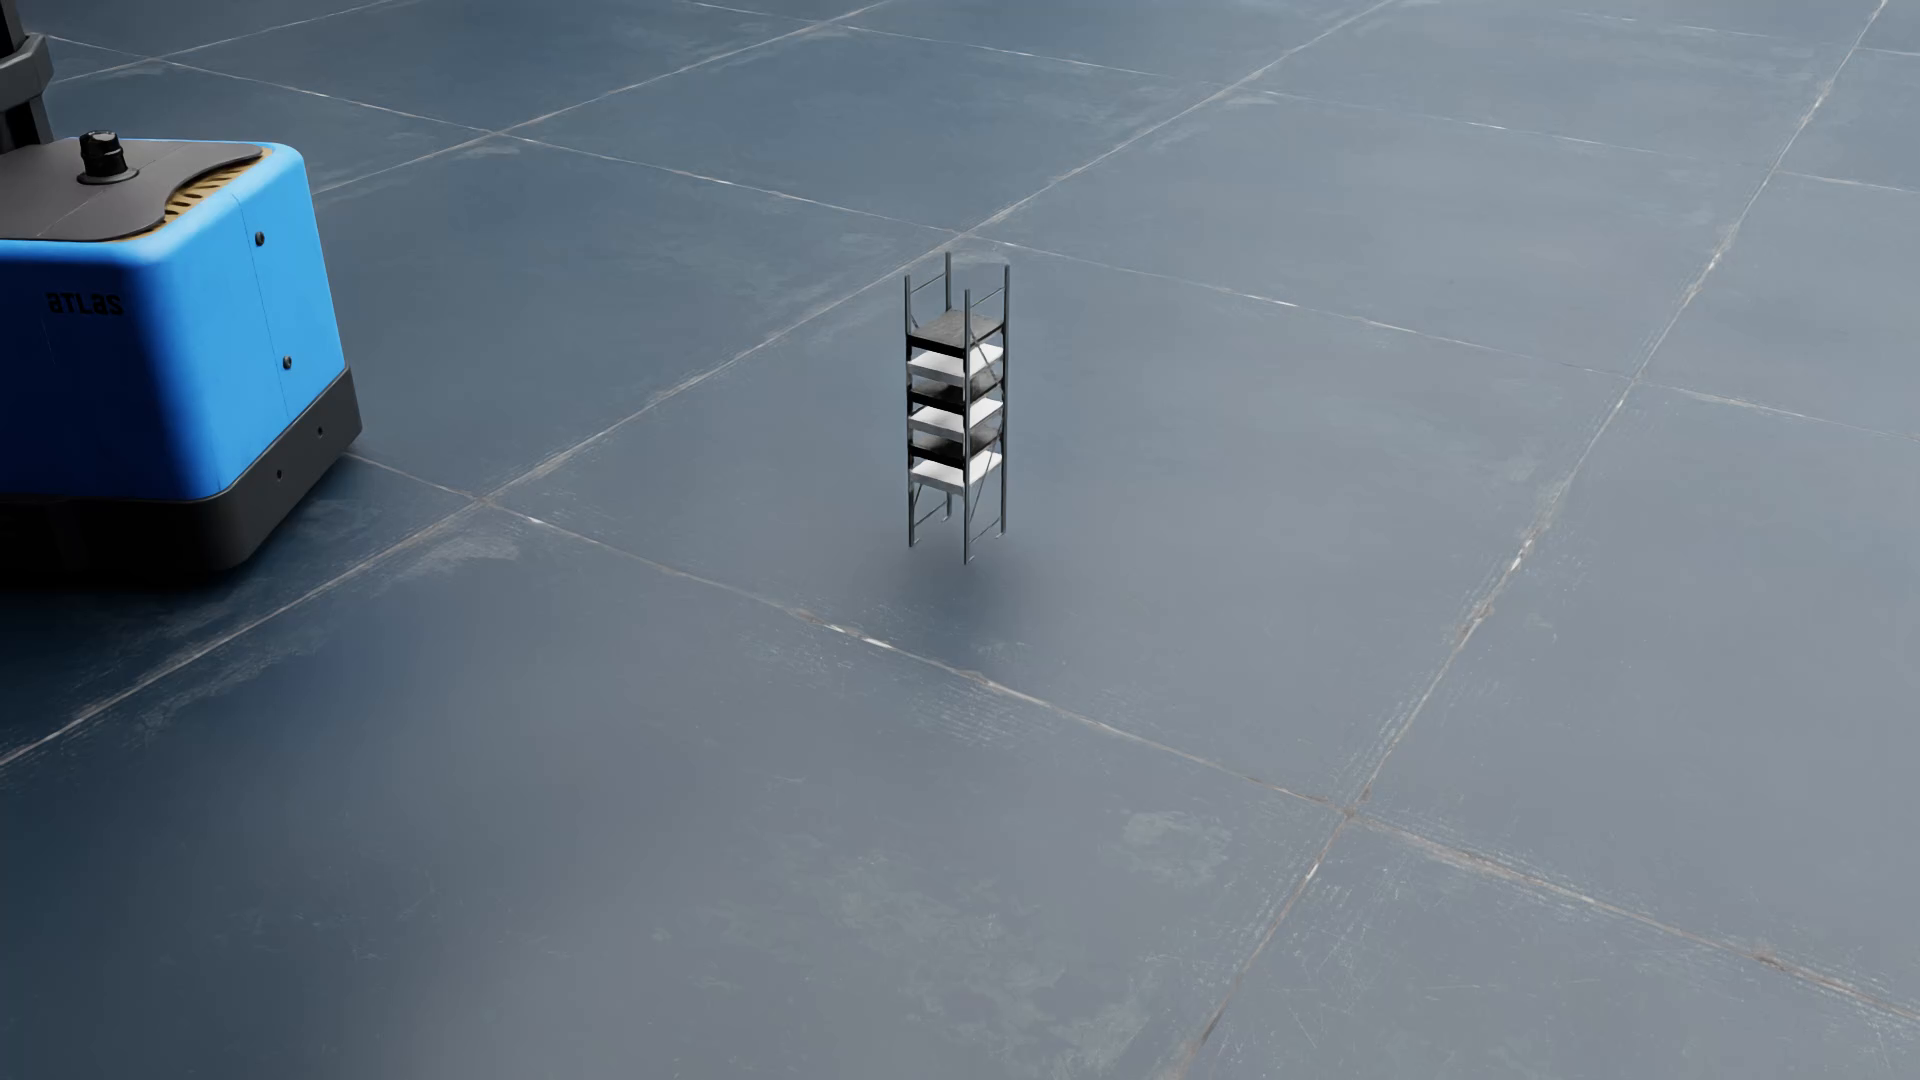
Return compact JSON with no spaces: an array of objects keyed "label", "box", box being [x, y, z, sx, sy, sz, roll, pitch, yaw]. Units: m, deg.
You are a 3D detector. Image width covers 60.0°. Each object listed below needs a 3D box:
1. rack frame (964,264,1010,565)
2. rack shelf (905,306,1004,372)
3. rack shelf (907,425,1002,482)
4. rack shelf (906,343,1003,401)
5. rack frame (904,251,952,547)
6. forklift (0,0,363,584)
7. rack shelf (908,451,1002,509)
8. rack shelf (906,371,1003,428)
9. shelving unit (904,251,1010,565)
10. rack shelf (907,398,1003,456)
[{"label":"rack frame","box":[0.079,-0.364,4.980,0.006,0.900,0.240,18,35,27]},{"label":"rack shelf","box":[-0.007,-0.595,4.908,0.200,0.077,0.258,18,35,27]},{"label":"rack shelf","box":[-0.007,-0.284,5.089,0.200,0.077,0.258,18,35,27]},{"label":"rack shelf","box":[-0.007,-0.518,4.953,0.200,0.077,0.258,18,35,27]},{"label":"rack frame","box":[-0.093,-0.418,5.074,0.006,0.900,0.240,18,35,27]},{"label":"forklift","box":[-3.616,-1.431,4.794,3.031,2.935,1.130,3,30,4]},{"label":"rack shelf","box":[-0.007,-0.207,5.134,0.200,0.077,0.258,18,35,27]},{"label":"rack shelf","box":[-0.007,-0.440,4.998,0.200,0.077,0.258,18,35,27]},{"label":"shelving unit","box":[-0.007,-0.391,5.027,0.210,0.900,0.258,18,35,27]},{"label":"rack shelf","box":[-0.007,-0.362,5.044,0.200,0.077,0.258,18,35,27]}]
